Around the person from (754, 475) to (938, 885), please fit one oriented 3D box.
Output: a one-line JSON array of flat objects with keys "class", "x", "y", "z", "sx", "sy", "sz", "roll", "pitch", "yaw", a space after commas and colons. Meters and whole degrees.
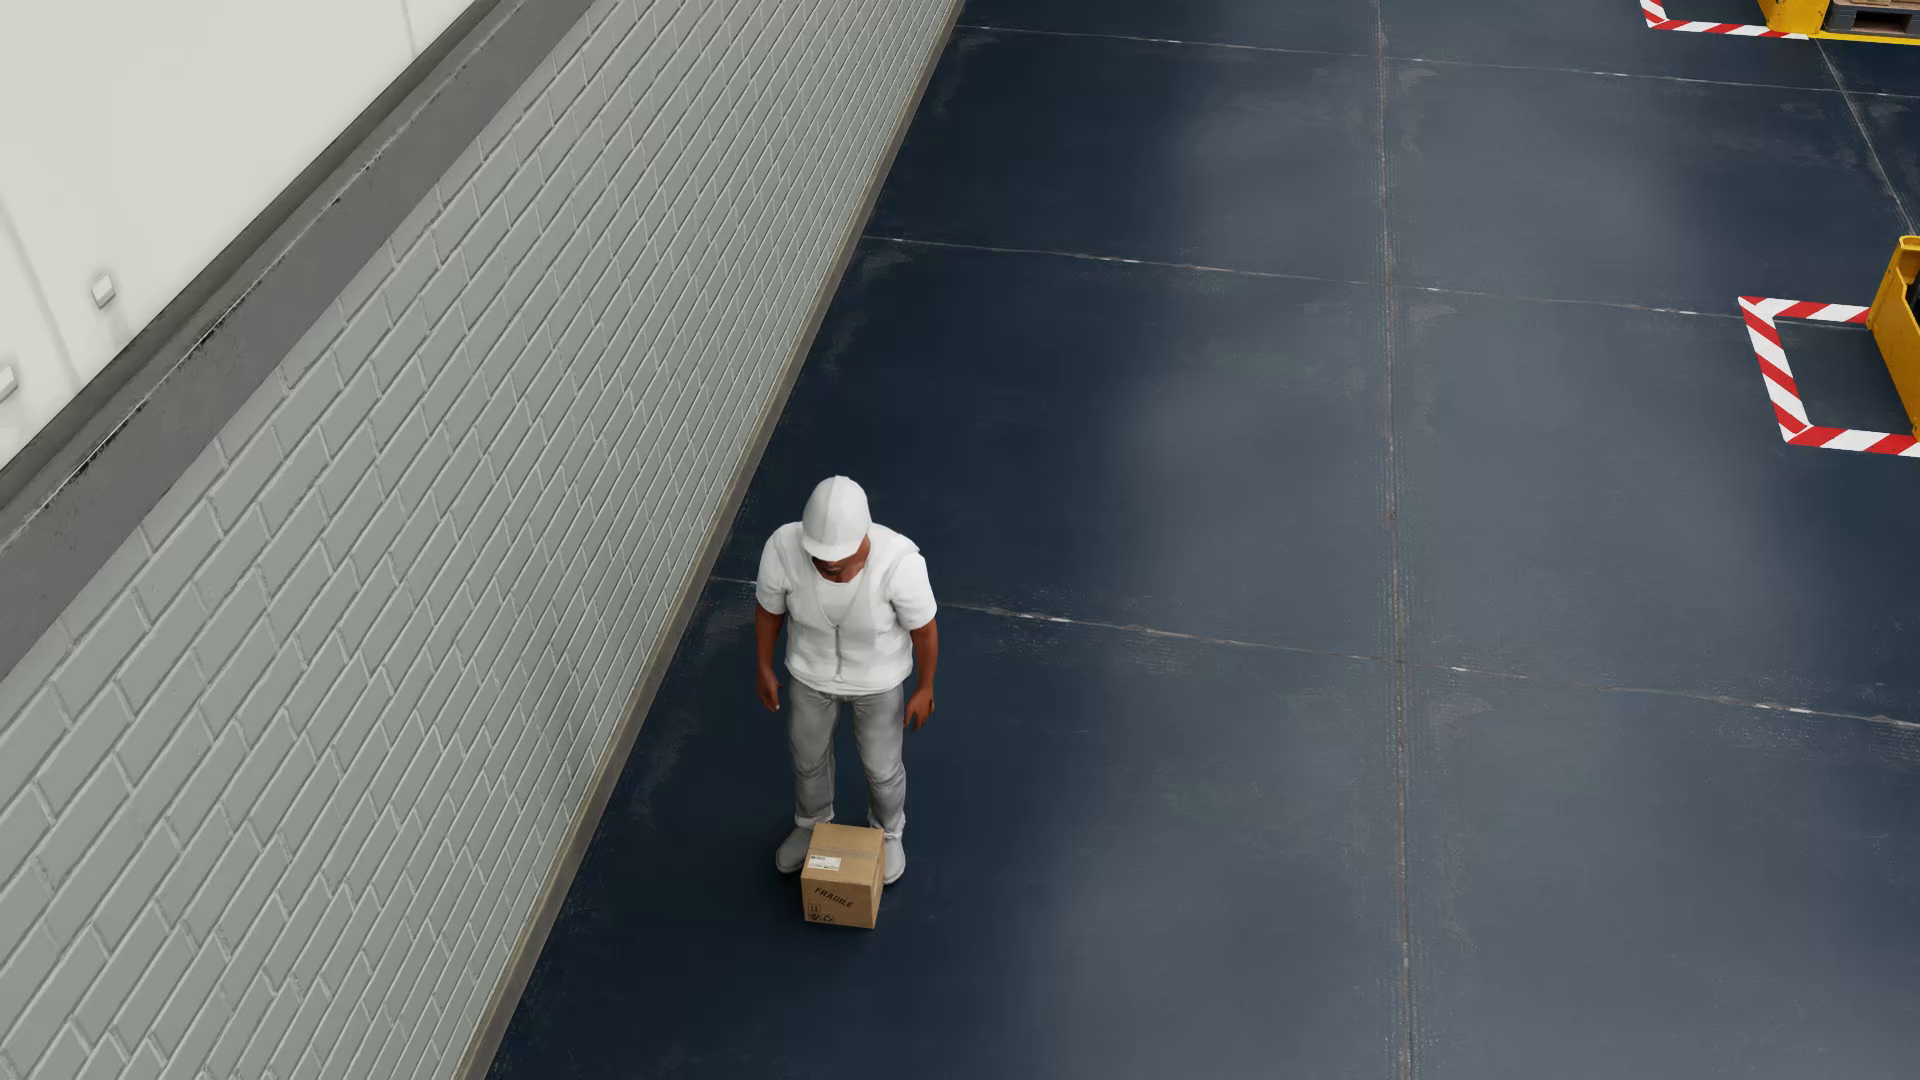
[{"class": "person", "x": -0.388, "y": 0.467, "z": 5.593, "sx": 0.625, "sy": 1.760, "sz": 0.460, "roll": 6, "pitch": 41, "yaw": 7}]
